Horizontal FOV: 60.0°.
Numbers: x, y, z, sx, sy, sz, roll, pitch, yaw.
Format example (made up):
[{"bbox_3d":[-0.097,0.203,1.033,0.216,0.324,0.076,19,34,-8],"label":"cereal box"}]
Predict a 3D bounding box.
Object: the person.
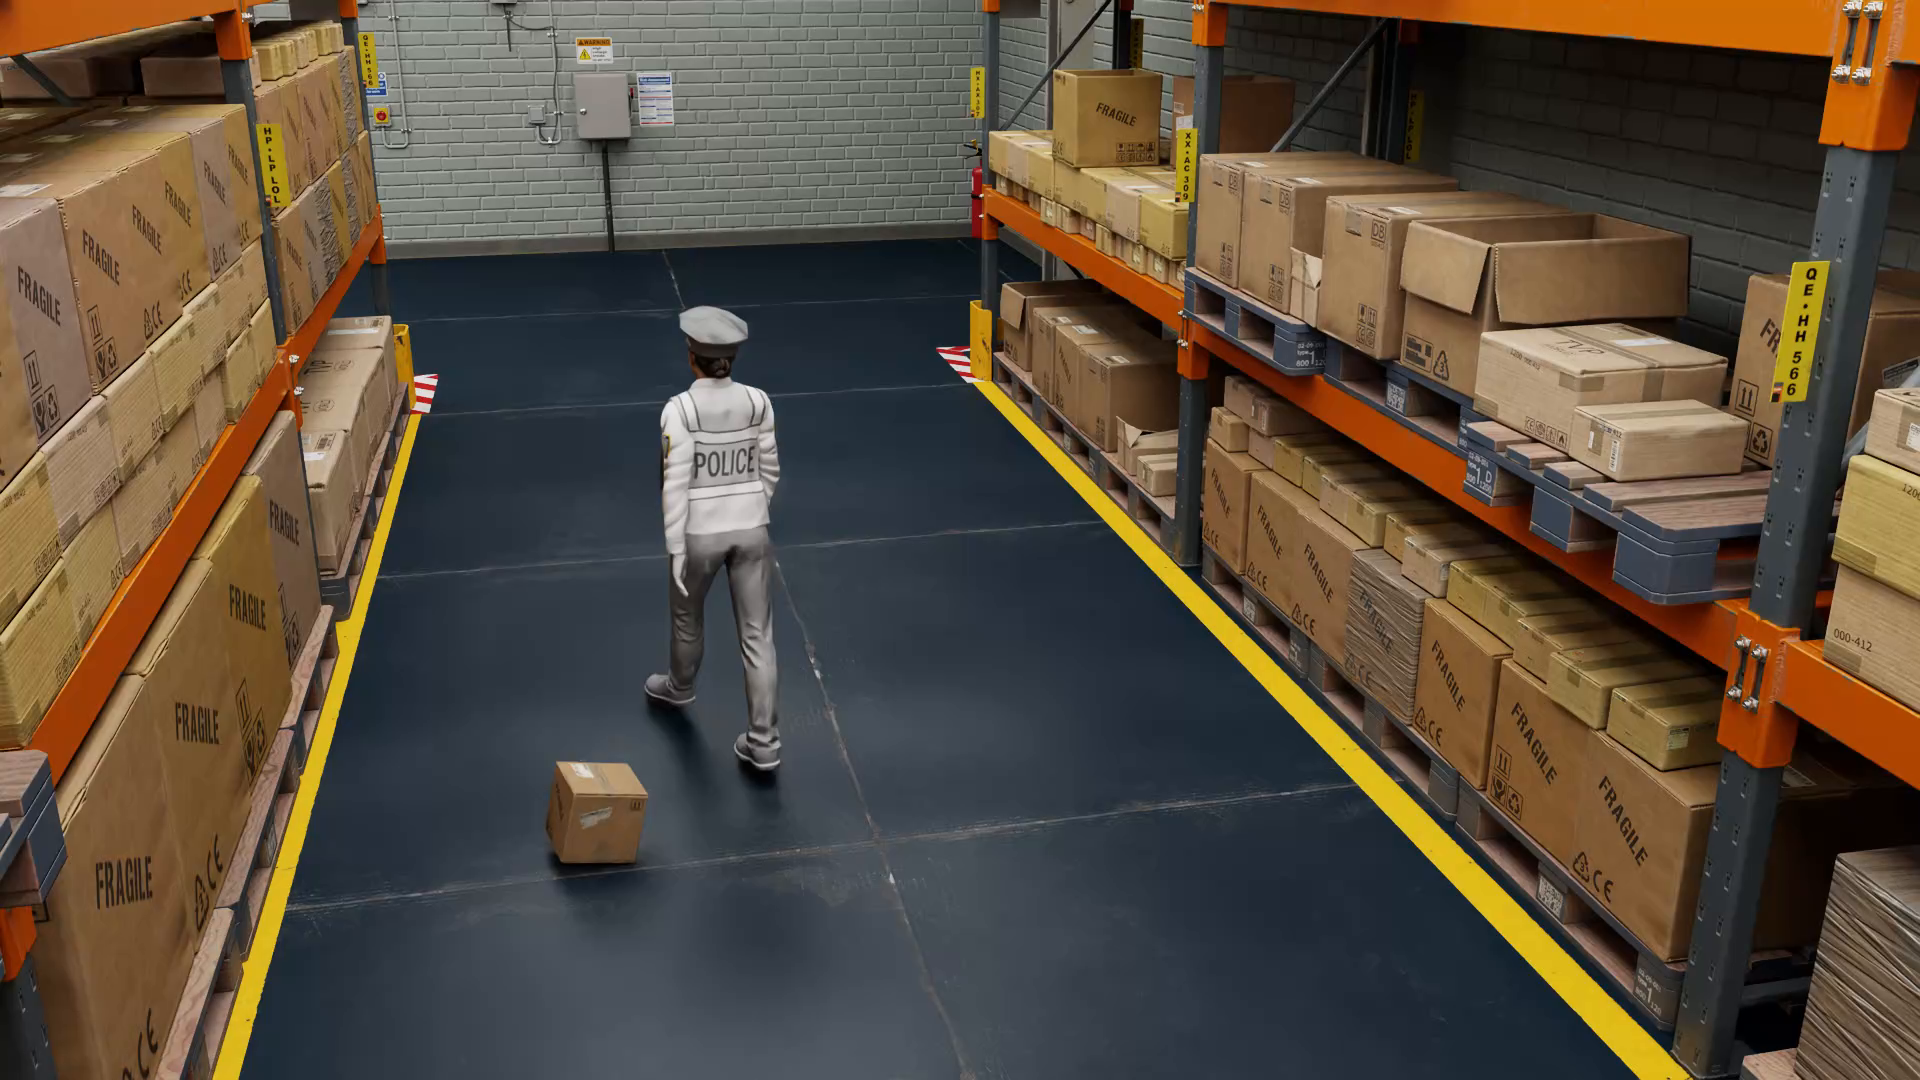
[{"bbox_3d":[-0.893,-0.049,6.146,0.488,1.623,0.942,-9,22,-23],"label":"person"}]
